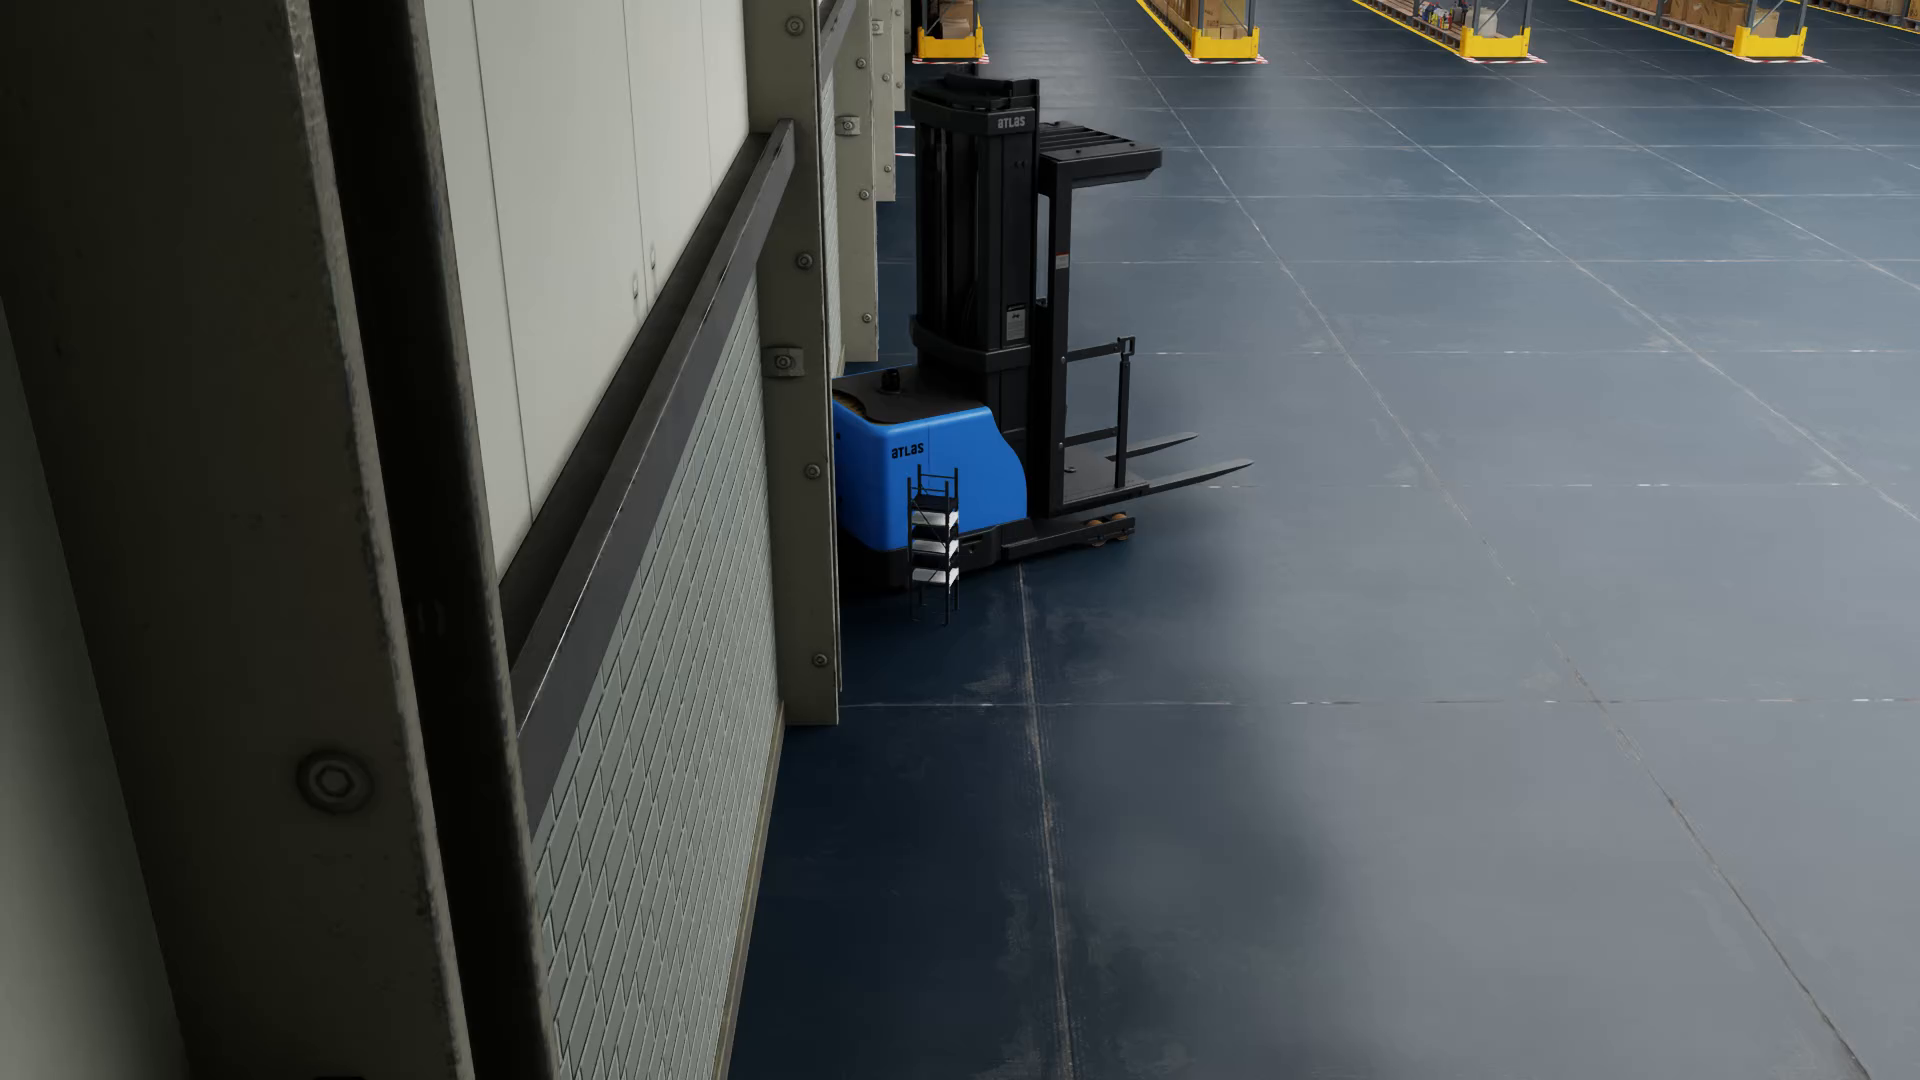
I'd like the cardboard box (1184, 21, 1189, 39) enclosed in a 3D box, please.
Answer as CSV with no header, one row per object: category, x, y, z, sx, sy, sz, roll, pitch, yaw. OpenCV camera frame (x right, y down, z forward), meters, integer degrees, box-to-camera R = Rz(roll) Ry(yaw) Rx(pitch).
cardboard box,4.454,-9.482,30.902,0.500,0.250,0.500,0,24,-1

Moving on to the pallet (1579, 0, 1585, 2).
pallet,14.658,-12.512,38.158,1.003,0.211,1.213,0,24,-1

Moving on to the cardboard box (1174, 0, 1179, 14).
cardboard box,4.432,-10.442,32.114,0.500,0.500,0.500,0,24,-1

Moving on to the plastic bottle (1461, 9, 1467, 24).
plastic bottle,9.881,-10.262,32.563,0.061,0.283,0.133,0,24,-1

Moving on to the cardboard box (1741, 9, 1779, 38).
cardboard box,14.688,-9.471,30.574,0.500,0.500,0.500,4,25,9

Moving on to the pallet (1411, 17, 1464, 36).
pallet,9.648,-10.239,33.133,1.003,0.211,1.213,0,24,-1

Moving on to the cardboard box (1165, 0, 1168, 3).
cardboard box,4.438,-11.126,33.856,0.500,0.311,0.500,0,24,-1

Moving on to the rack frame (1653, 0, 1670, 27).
rack frame,14.635,-11.809,33.220,1.000,3.000,0.127,0,24,-1

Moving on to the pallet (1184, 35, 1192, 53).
pallet,4.722,-9.162,30.752,1.003,0.211,1.213,0,24,-1

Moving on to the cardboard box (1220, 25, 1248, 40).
cardboard box,4.989,-9.278,30.452,0.500,0.250,0.500,0,24,-1

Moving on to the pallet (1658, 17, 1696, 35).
pallet,14.677,-10.262,33.183,1.003,0.211,1.213,0,24,-1

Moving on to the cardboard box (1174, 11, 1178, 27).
cardboard box,4.432,-10.100,32.269,0.500,0.250,0.500,0,24,-1

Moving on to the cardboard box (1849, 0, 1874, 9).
cardboard box,19.492,-11.609,34.998,1.050,0.750,0.750,0,24,-1

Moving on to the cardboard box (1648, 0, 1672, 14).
cardboard box,14.650,-11.124,34.204,0.700,0.500,0.500,-2,24,-5

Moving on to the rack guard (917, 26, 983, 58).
rack guard,-0.182,-8.986,30.013,1.175,0.500,0.348,0,24,-1

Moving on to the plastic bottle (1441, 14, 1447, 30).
plastic bottle,9.248,-9.904,31.771,0.061,0.283,0.133,0,24,1

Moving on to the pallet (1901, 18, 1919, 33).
pallet,19.526,-10.205,33.059,1.003,0.211,1.213,0,24,-1

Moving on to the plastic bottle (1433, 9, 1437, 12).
plastic bottle,9.317,-10.271,32.597,0.097,0.271,0.097,0,24,0

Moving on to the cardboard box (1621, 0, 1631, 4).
cardboard box,14.650,-11.781,35.657,0.700,0.500,0.500,2,24,4

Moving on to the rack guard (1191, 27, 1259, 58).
rack guard,4.773,-8.969,29.974,1.175,0.500,0.348,0,24,-1

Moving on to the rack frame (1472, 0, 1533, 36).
rack frame,9.726,-10.139,29.527,1.000,3.000,0.127,0,24,-1

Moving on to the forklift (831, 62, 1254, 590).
forklift,0.543,-1.467,10.438,3.031,2.935,1.130,-14,28,-28

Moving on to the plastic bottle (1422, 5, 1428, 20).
plastic bottle,9.278,-10.480,33.053,0.152,0.276,0.135,1,24,1

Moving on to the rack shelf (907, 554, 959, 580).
rack shelf,-0.153,0.142,9.644,0.258,0.077,0.200,6,25,14

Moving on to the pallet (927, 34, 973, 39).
pallet,-0.155,-9.190,30.813,1.003,0.211,1.213,0,24,-1

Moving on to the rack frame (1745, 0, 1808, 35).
rack frame,14.678,-10.161,29.576,1.000,3.000,0.127,0,24,-1

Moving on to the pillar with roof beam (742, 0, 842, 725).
pillar with roof beam,3.513,-3.242,6.998,9.100,9.000,0.400,0,24,-1

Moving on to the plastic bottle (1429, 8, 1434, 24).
plastic bottle,9.238,-10.269,32.578,0.061,0.283,0.133,1,24,2

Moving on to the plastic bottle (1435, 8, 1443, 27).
plastic bottle,9.285,-10.116,32.158,0.144,0.351,0.185,1,24,2

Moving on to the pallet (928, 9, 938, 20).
pallet,-0.234,-10.793,34.357,1.003,0.211,1.213,0,24,-1

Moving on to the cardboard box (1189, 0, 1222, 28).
cardboard box,4.469,-9.618,30.292,0.500,0.500,0.500,0,24,-1

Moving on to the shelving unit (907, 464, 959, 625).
shelving unit,-0.153,0.029,9.593,0.258,0.900,0.210,6,25,14

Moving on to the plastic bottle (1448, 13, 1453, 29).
plastic bottle,9.398,-9.961,31.896,0.061,0.283,0.133,0,24,-1

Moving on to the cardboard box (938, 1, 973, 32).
cardboard box,-0.063,-9.978,31.672,0.700,0.500,0.500,-2,24,-4

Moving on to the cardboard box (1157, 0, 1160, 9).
cardboard box,4.425,-11.293,34.907,0.500,0.250,0.500,0,24,1

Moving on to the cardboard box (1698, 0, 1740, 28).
cardboard box,14.698,-10.205,32.197,0.500,0.500,0.500,-2,24,-5

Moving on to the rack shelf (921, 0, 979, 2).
rack shelf,-0.203,-10.590,31.399,1.077,0.370,4.000,0,24,-1

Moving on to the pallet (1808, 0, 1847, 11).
pallet,19.485,-11.842,36.677,1.003,0.211,1.213,0,24,-1

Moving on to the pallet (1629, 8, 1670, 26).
pallet,14.625,-10.859,34.504,1.003,0.211,1.213,0,24,-1

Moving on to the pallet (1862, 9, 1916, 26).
pallet,19.512,-10.837,34.454,1.003,0.211,1.213,0,24,-1

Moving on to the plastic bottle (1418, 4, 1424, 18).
plastic bottle,9.247,-10.611,33.348,0.097,0.271,0.097,0,24,0

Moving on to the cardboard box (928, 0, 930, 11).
cardboard box,-0.305,-11.320,34.638,0.700,0.500,0.500,-1,24,-2

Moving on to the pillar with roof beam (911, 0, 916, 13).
pillar with roof beam,3.186,-15.604,34.330,9.100,9.000,0.400,0,24,-1

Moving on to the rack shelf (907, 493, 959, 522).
rack shelf,-0.153,-0.186,9.496,0.258,0.077,0.200,6,25,14

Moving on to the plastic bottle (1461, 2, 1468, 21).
plastic bottle,9.979,-10.437,32.868,0.144,0.351,0.185,-1,24,-3

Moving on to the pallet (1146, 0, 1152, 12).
pallet,4.655,-11.804,36.594,1.003,0.211,1.213,0,24,-1
